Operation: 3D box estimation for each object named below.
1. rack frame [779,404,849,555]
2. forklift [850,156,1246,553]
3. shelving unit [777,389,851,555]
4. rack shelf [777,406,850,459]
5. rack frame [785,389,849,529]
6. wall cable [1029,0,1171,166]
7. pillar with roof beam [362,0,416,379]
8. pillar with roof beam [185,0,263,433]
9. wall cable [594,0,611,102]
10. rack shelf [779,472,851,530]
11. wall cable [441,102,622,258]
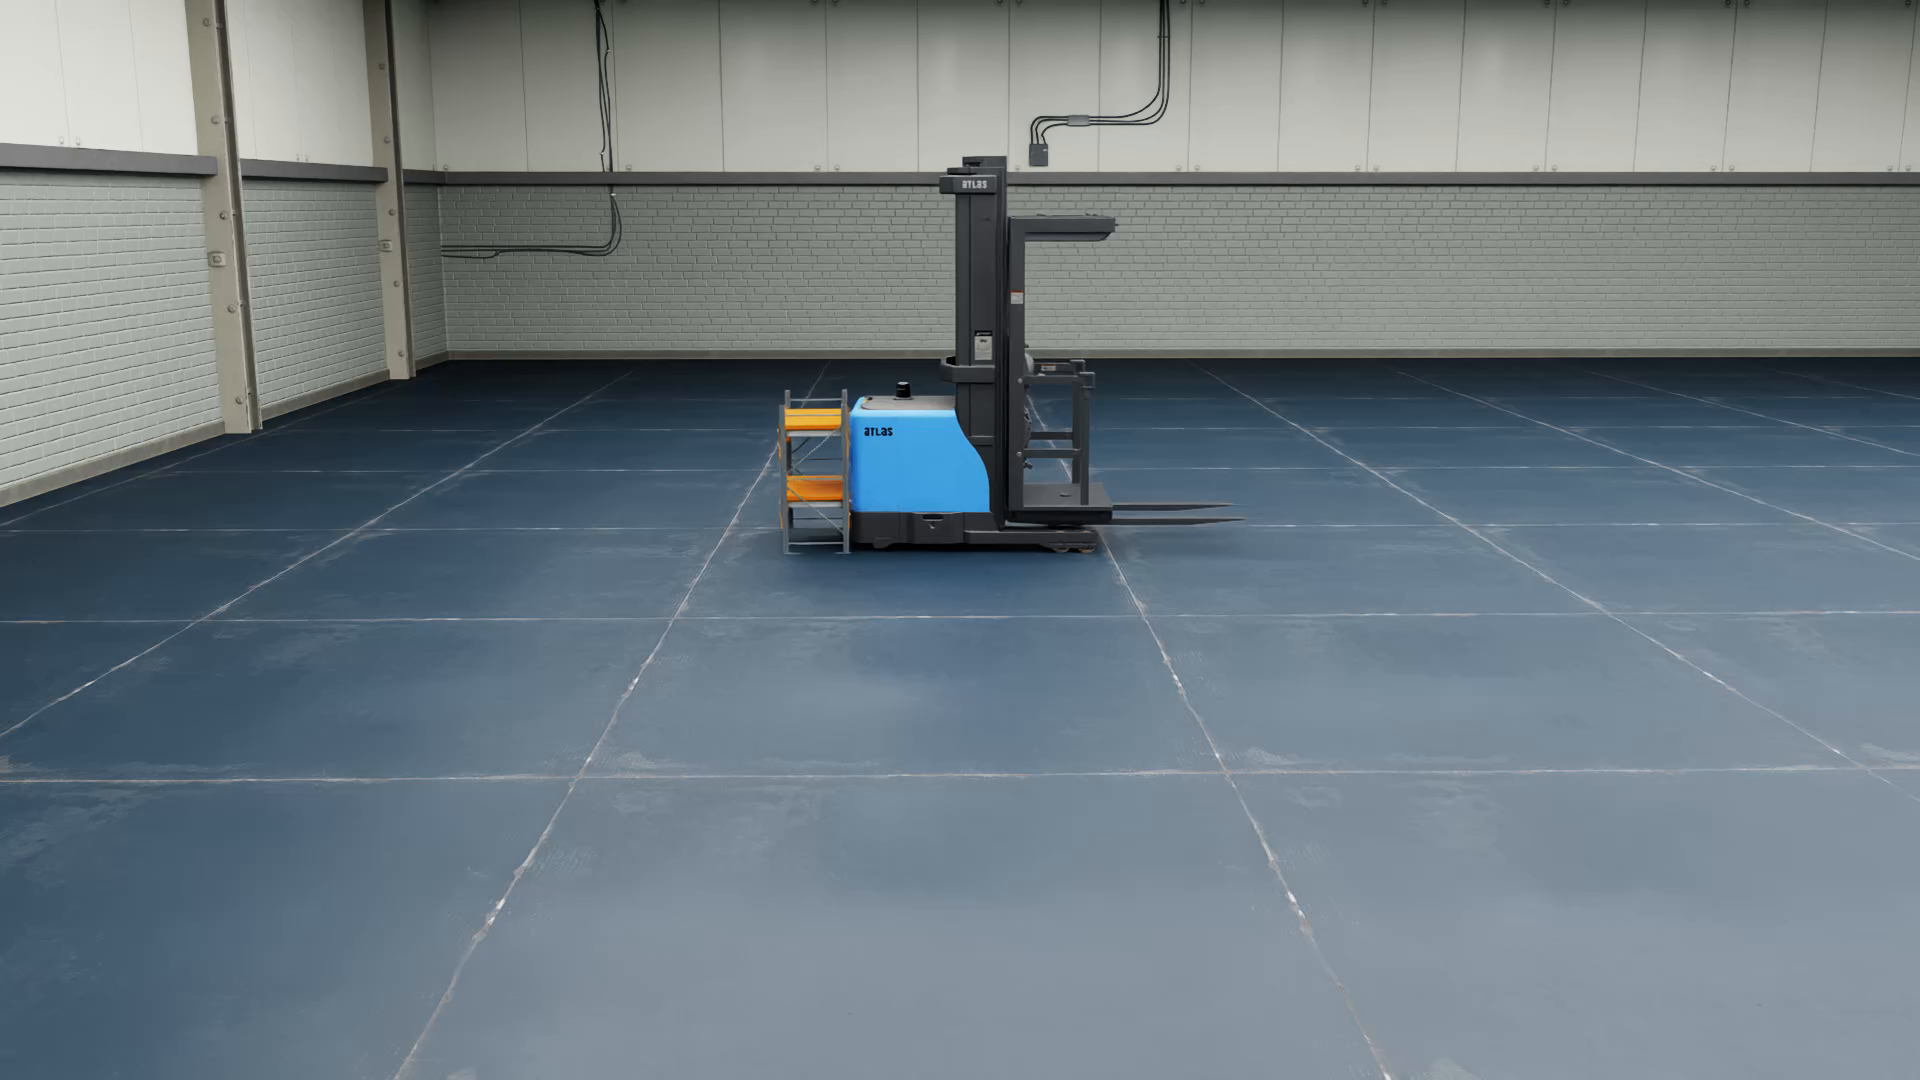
[{"bbox_3d":[-1.087,-0.449,12.437,0.500,1.125,0.032,-1,11,-4],"label":"rack frame"},{"bbox_3d":[0.675,-1.447,12.818,3.031,2.935,1.130,0,11,0],"label":"forklift"},{"bbox_3d":[-1.119,-0.550,12.934,0.538,1.125,1.048,-1,11,-4],"label":"shelving unit"},{"bbox_3d":[-1.121,-0.837,12.876,0.538,0.278,1.000,-1,11,-4],"label":"rack shelf"},{"bbox_3d":[-1.152,-0.651,13.432,0.500,1.125,0.032,-1,11,-4],"label":"rack frame"},{"bbox_3d":[2.307,-9.161,27.028,2.305,6.003,0.169,0,11,-1],"label":"wall cable"},{"bbox_3d":[-4.142,-6.885,24.364,9.100,9.000,0.400,0,11,-1],"label":"pillar with roof beam"},{"bbox_3d":[-4.018,-5.692,18.485,9.100,9.000,0.400,0,11,-1],"label":"pillar with roof beam"},{"bbox_3d":[-4.480,-8.423,27.051,3.097,2.526,0.112,0,11,-1],"label":"wall cable"},{"bbox_3d":[-1.119,-0.310,12.983,0.538,0.278,1.000,-1,11,-4],"label":"rack shelf"},{"bbox_3d":[-7.185,-5.937,27.498,3.097,2.526,0.112,0,11,-1],"label":"wall cable"}]
